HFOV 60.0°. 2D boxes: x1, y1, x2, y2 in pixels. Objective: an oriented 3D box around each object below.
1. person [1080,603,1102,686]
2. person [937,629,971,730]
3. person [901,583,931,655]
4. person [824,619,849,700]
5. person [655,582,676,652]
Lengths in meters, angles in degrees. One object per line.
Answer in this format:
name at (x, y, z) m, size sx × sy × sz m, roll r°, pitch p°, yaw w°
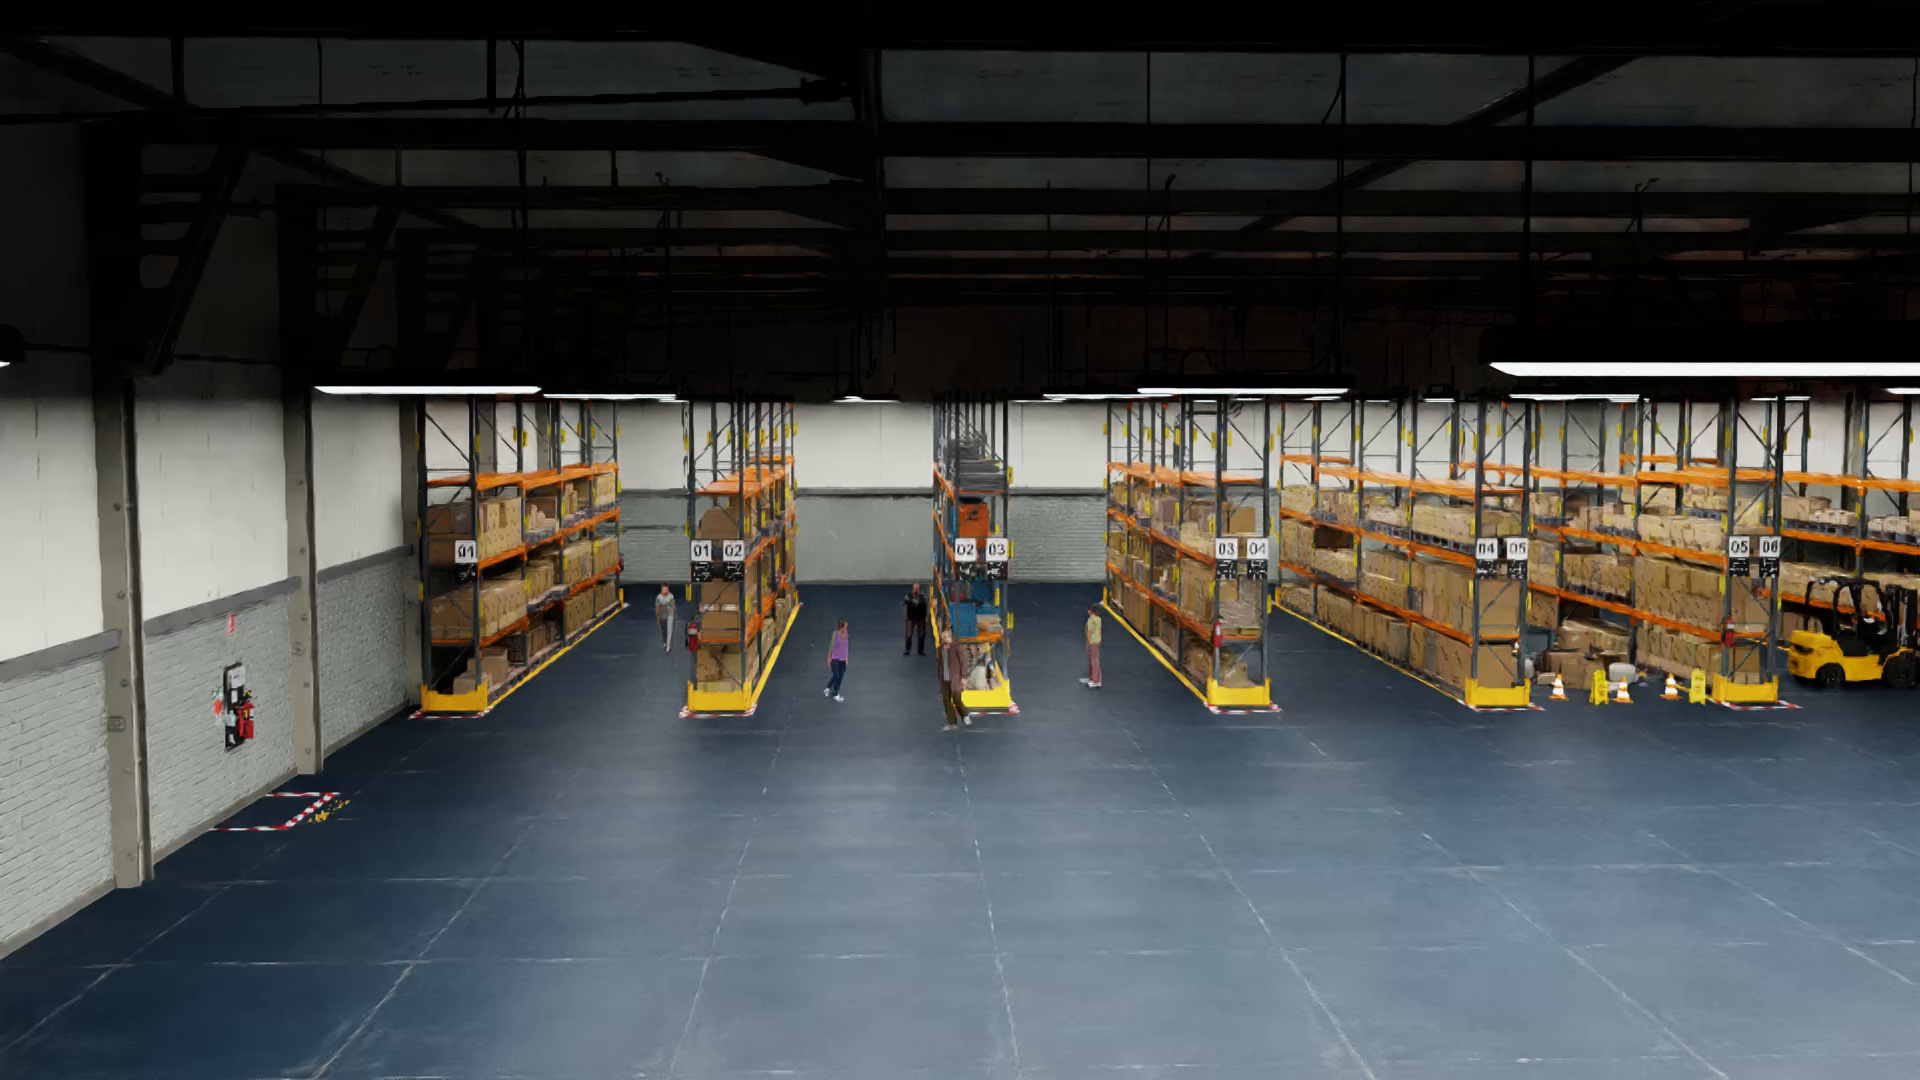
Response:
person at (2.678, 2.111, 33.874) m, size 0.569 × 1.668 × 0.559 m, roll 2°, pitch 5°, yaw 28°
person at (-0.105, 2.447, 29.372) m, size 0.619 × 1.773 × 0.574 m, roll 3°, pitch 6°, yaw 33°
person at (-1.010, 1.803, 37.927) m, size 0.677 × 1.673 × 0.530 m, roll 0°, pitch 5°, yaw -4°
person at (-2.385, 2.306, 32.181) m, size 0.477 × 1.589 × 0.473 m, roll -4°, pitch 6°, yaw -41°
person at (-6.834, 1.769, 38.549) m, size 0.446 × 1.590 × 1.110 m, roll 0°, pitch 5°, yaw 0°
